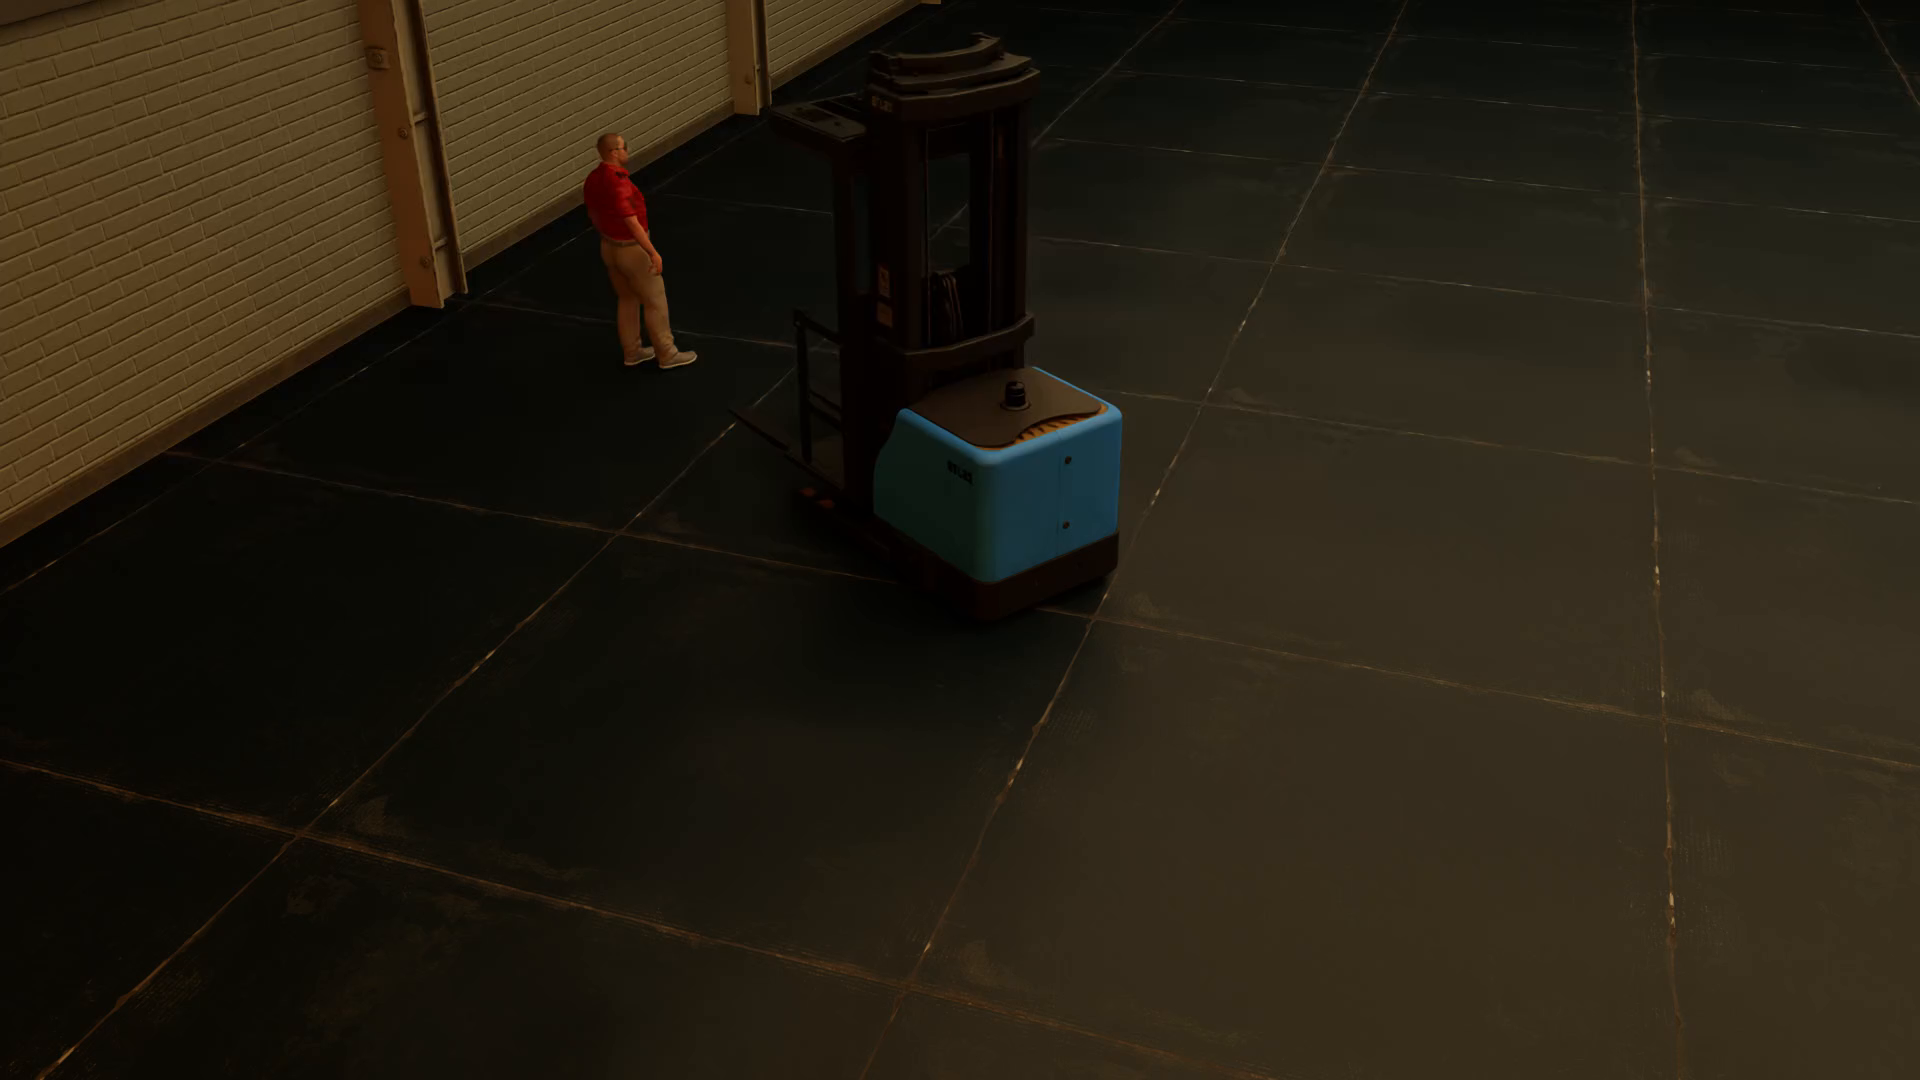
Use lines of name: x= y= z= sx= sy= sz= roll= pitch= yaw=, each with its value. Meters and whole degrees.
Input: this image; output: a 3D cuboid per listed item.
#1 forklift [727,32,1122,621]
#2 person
forklift: x=-0.384 y=-1.493 z=9.756 sx=1.130 sy=2.935 sz=3.031 roll=-21 pitch=36 yaw=-32
person: x=-2.322 y=-2.093 z=12.019 sx=0.677 sy=1.731 sz=0.544 roll=26 pitch=39 yaw=37
